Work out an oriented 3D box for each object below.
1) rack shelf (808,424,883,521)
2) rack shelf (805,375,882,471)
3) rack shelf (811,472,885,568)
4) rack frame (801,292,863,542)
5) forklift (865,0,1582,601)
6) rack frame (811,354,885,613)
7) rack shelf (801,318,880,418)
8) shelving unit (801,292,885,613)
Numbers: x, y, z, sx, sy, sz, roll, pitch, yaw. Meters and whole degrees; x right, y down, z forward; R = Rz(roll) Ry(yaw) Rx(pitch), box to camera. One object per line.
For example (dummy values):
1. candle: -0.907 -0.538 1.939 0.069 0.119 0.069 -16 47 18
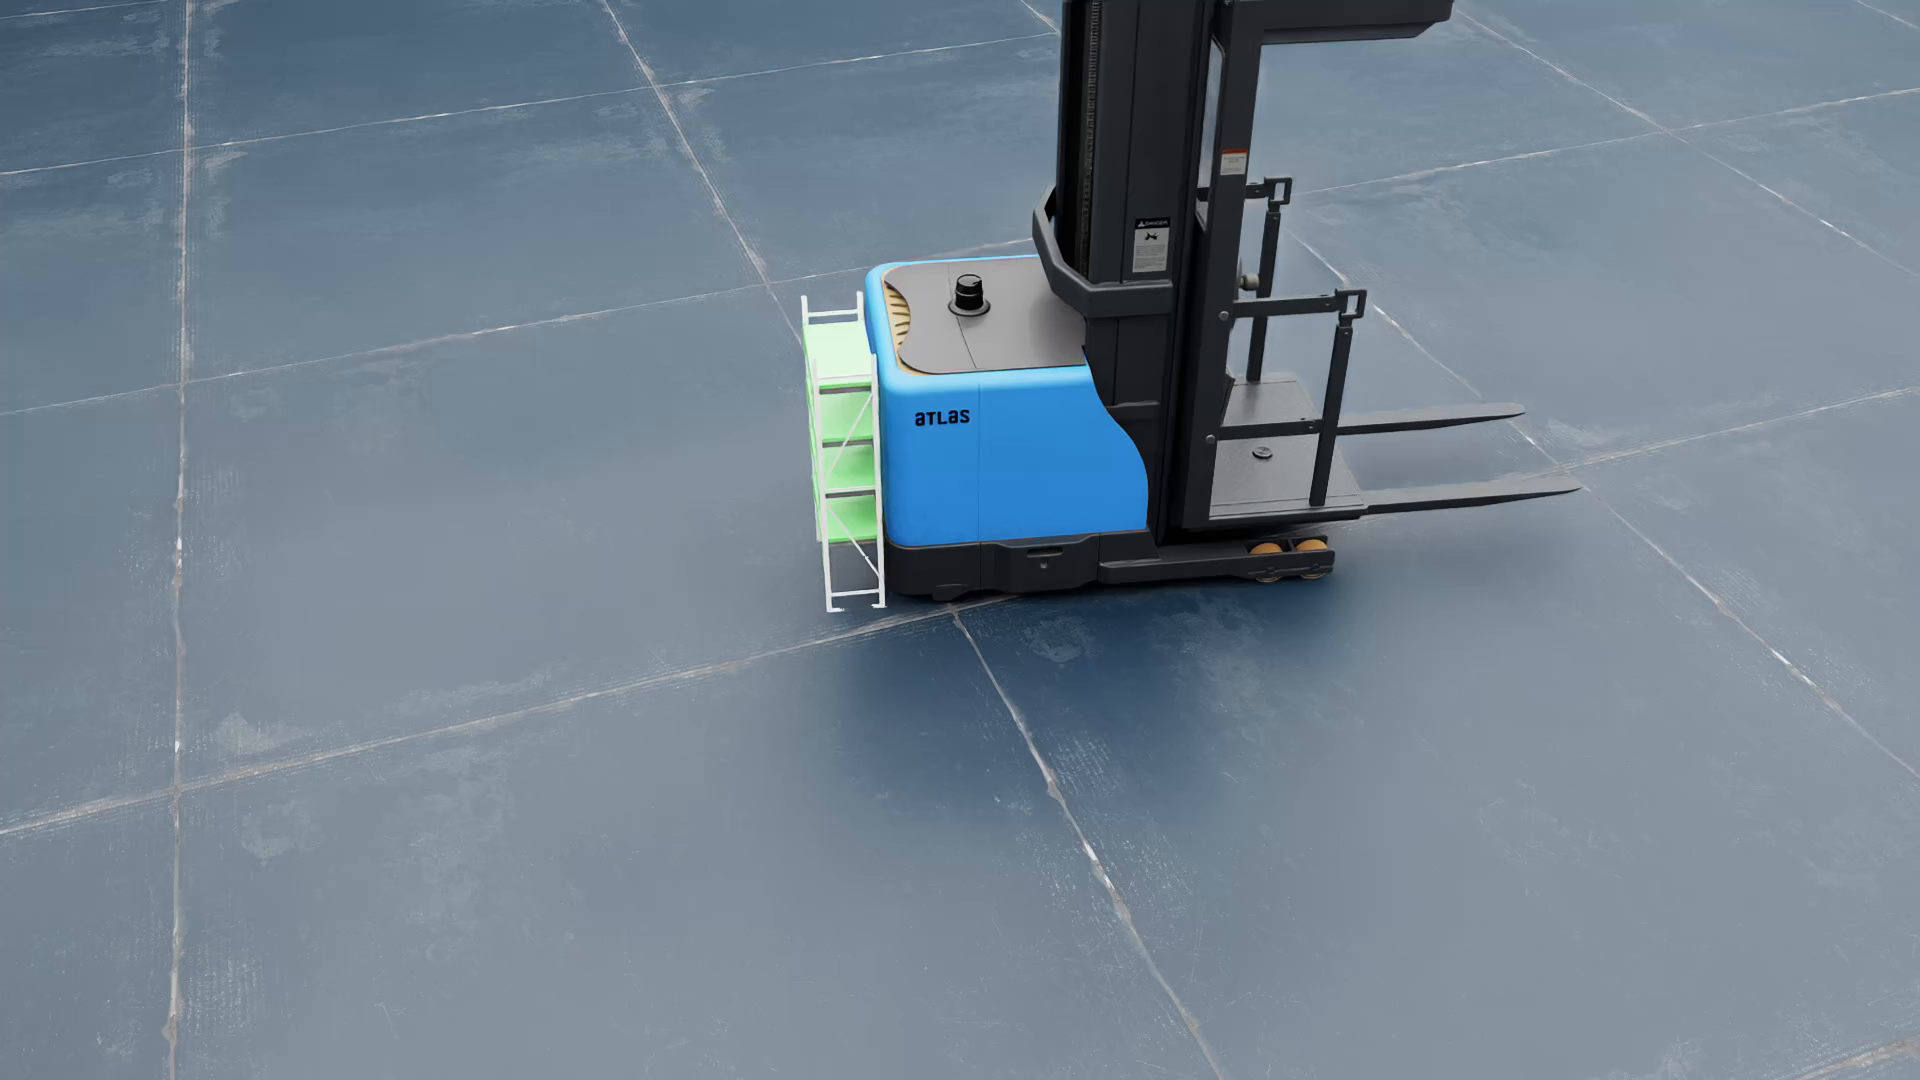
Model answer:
1. rack shelf: -0.467 -0.289 6.743 0.258 0.148 0.480 -5 37 -7
2. rack shelf: -0.467 -0.481 6.599 0.258 0.148 0.480 -5 37 -7
3. rack shelf: -0.467 -0.098 6.887 0.258 0.148 0.480 -5 37 -7
4. rack frame: -0.504 -0.485 6.897 0.240 1.200 0.015 -5 37 -7
5. forklift: 1.144 -1.304 6.546 3.031 2.935 1.130 -4 37 -6
6. rack frame: -0.430 -0.195 6.512 0.240 1.200 0.015 -5 37 -7
7. rack shelf: -0.467 -0.673 6.454 0.258 0.148 0.480 -5 37 -7
8. shelving unit: -0.467 -0.340 6.705 0.258 1.200 0.503 -5 37 -7
